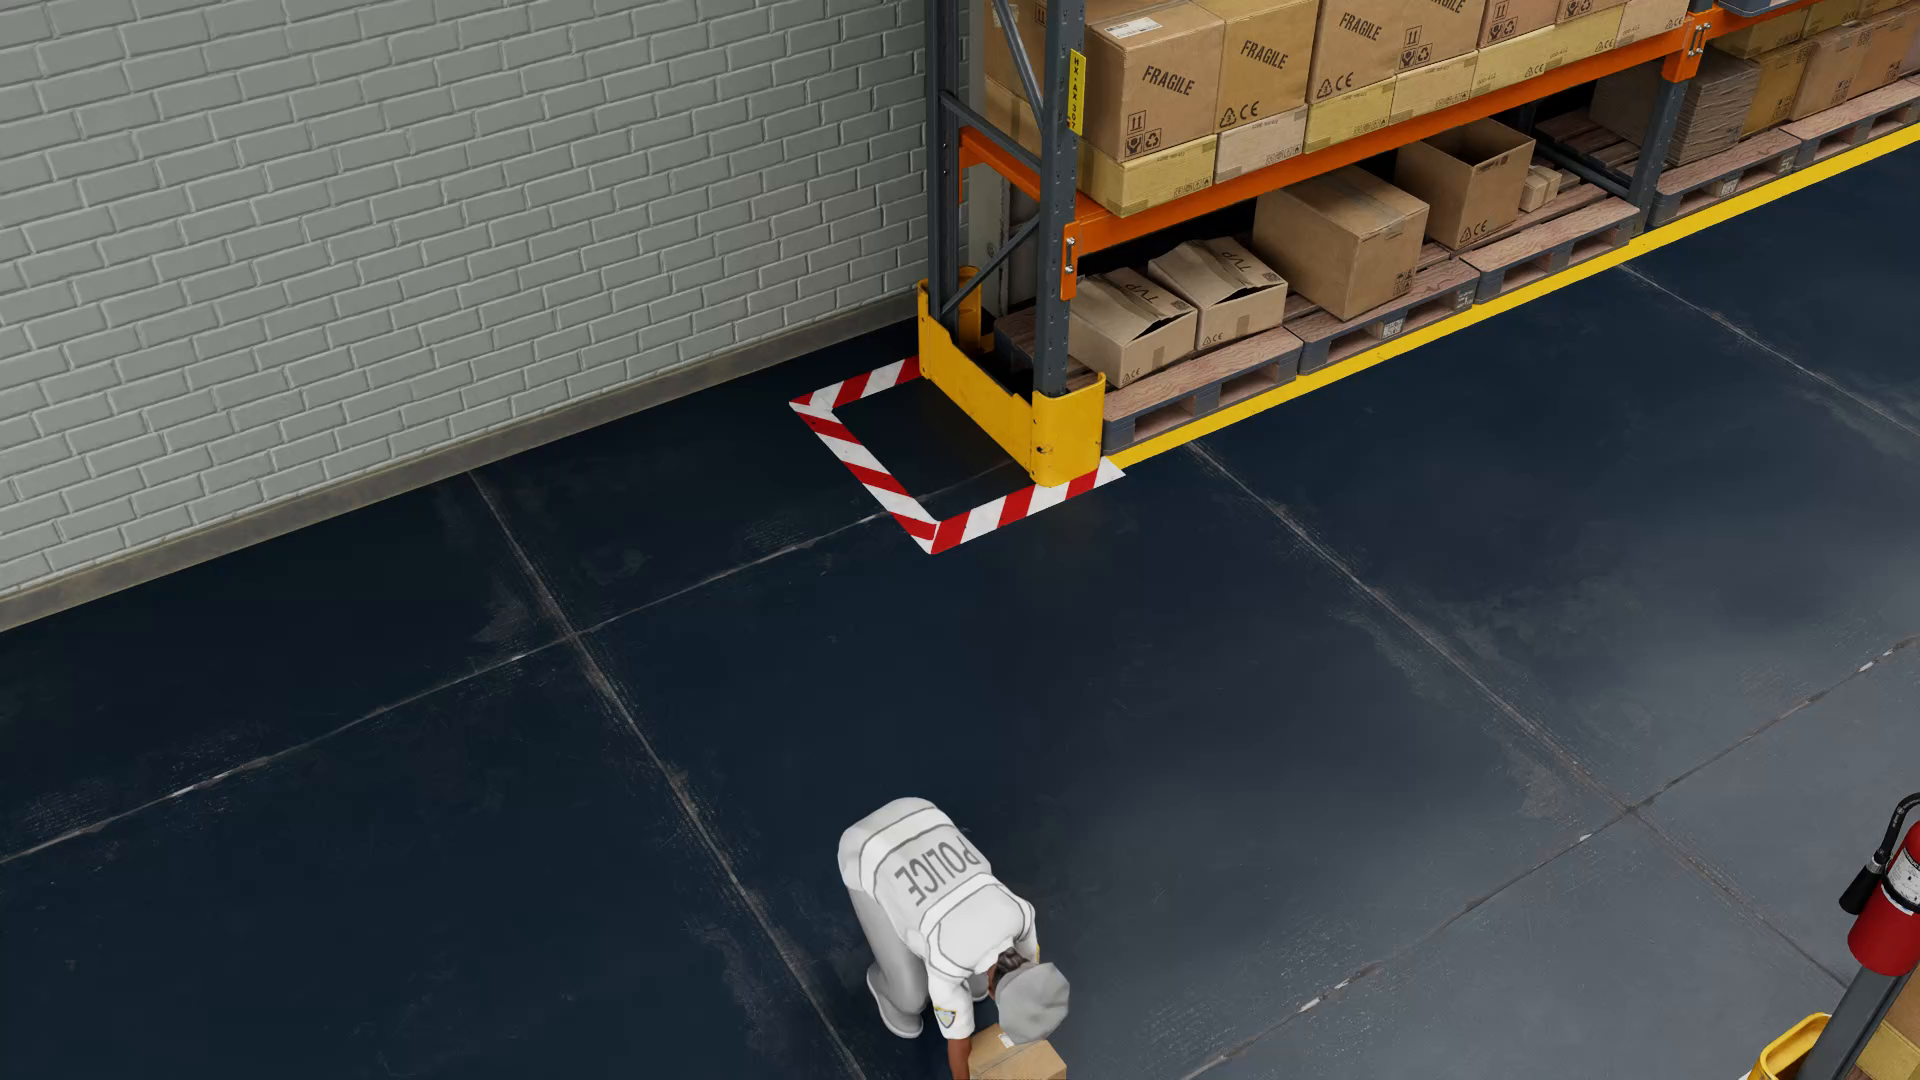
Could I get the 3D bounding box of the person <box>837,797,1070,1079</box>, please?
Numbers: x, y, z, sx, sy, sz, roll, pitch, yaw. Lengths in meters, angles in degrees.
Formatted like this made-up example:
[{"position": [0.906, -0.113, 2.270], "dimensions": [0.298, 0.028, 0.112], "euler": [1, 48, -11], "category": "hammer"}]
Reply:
[{"position": [-0.017, 1.331, 5.312], "dimensions": [0.469, 0.812, 0.922], "euler": [-24, 47, -25], "category": "person"}]
